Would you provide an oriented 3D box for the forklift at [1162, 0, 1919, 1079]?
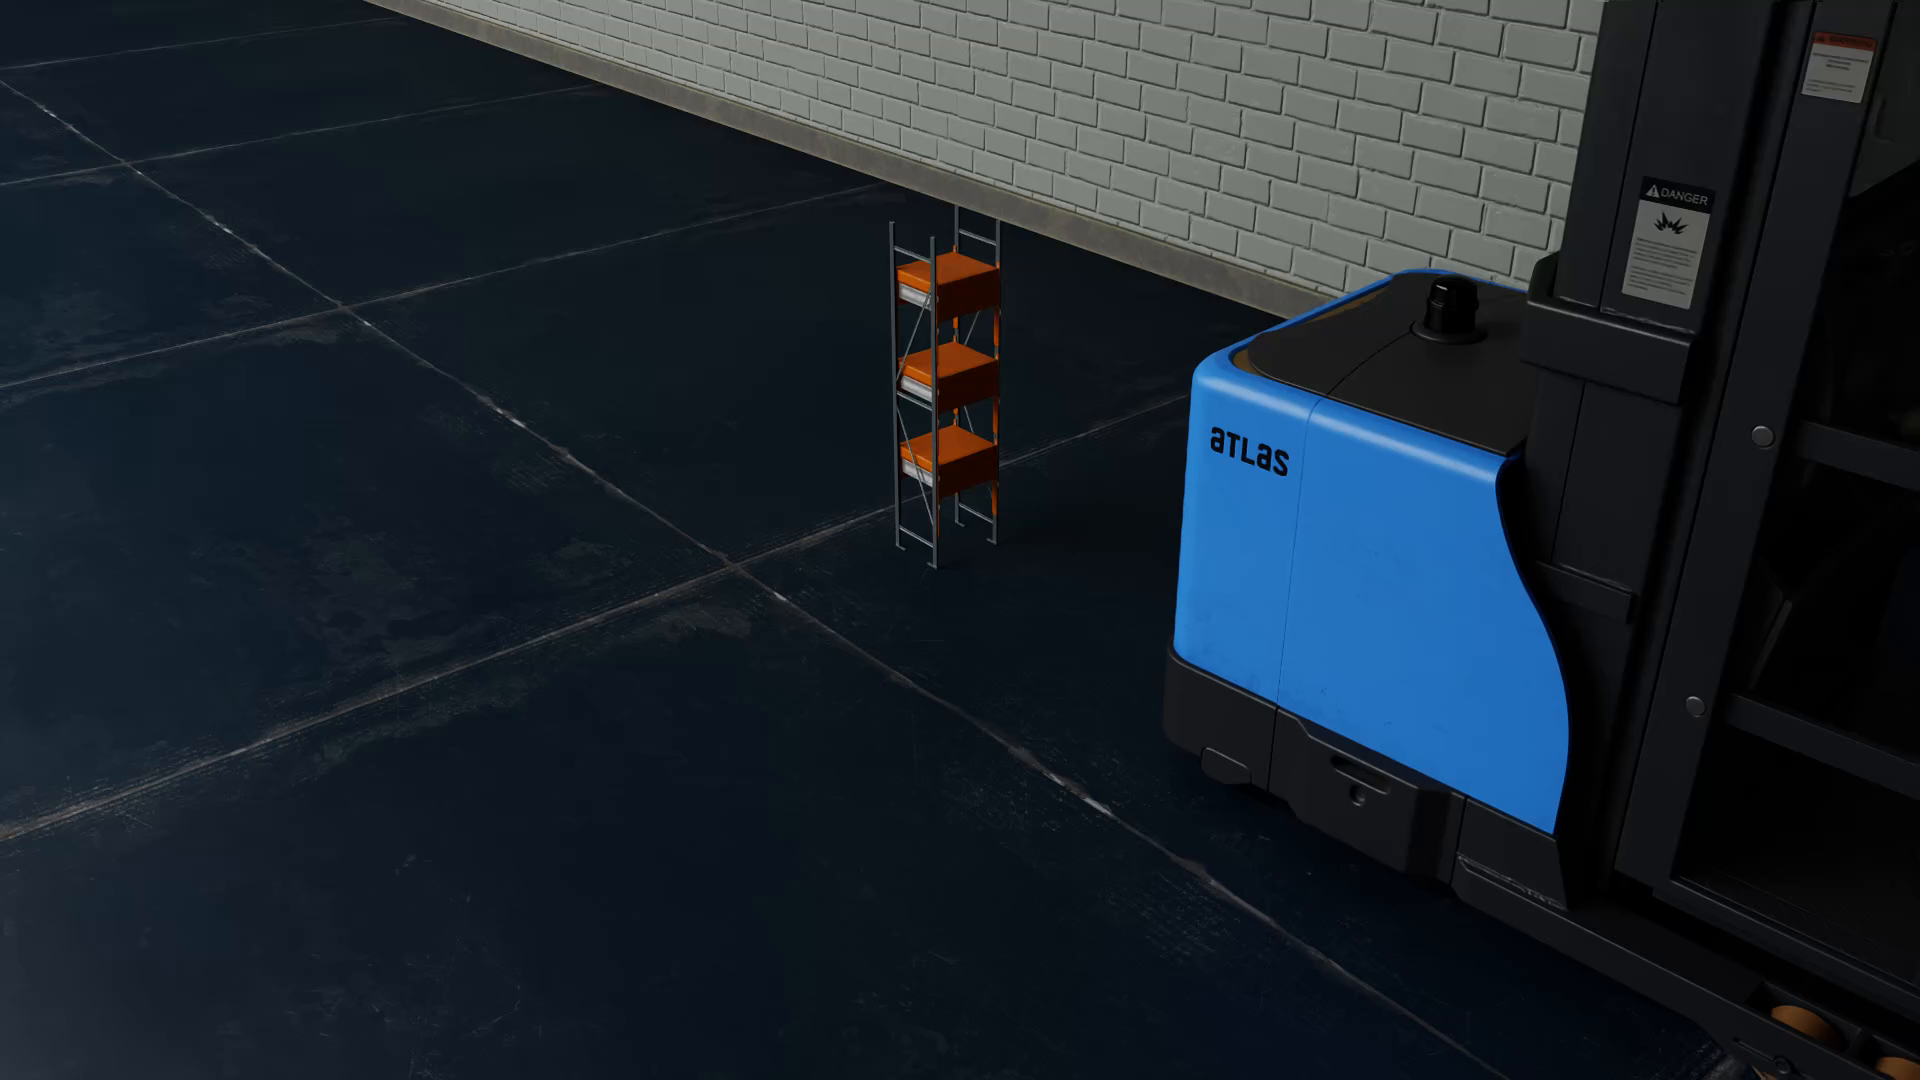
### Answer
[{"bbox_3d":[1.914,-0.425,2.954,3.031,2.935,1.130,25,37,38],"label":"forklift"}]

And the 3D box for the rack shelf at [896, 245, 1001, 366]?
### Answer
[{"bbox_3d":[-0.041,-0.688,4.861,0.240,0.259,0.215,-22,35,-35],"label":"rack shelf"}]

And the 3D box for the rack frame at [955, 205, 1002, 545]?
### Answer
[{"bbox_3d":[0.052,-0.484,5.059,0.008,1.050,0.200,-22,35,-35],"label":"rack frame"}]

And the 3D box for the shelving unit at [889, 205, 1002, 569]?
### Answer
[{"bbox_3d":[-0.041,-0.447,4.989,0.252,1.050,0.215,-22,35,-35],"label":"shelving unit"}]

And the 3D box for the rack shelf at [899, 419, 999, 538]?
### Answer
[{"bbox_3d":[-0.041,-0.192,5.125,0.240,0.259,0.215,-22,35,-35],"label":"rack shelf"}]

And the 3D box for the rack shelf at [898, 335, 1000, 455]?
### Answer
[{"bbox_3d":[-0.041,-0.437,4.994,0.240,0.259,0.215,-22,35,-35],"label":"rack shelf"}]

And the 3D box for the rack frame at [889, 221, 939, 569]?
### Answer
[{"bbox_3d":[-0.134,-0.409,4.920,0.008,1.050,0.200,-22,35,-35],"label":"rack frame"}]
